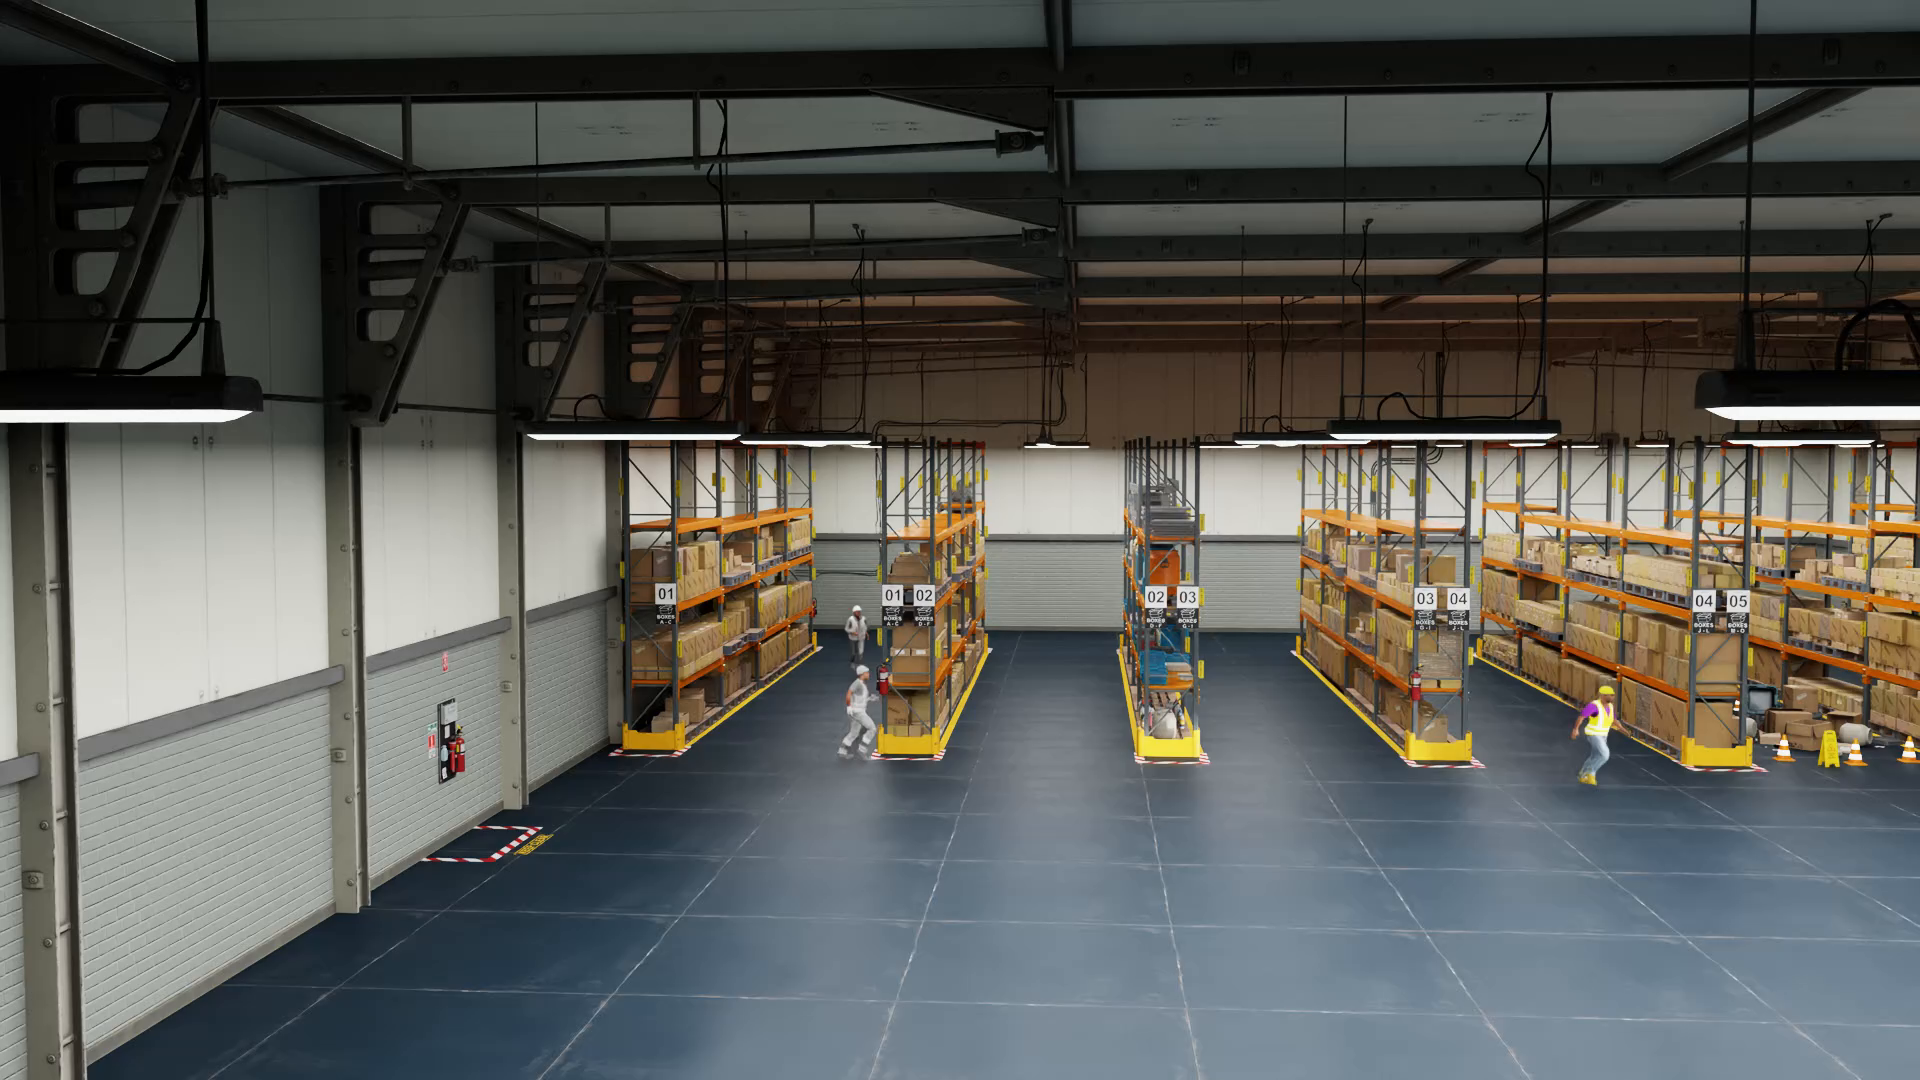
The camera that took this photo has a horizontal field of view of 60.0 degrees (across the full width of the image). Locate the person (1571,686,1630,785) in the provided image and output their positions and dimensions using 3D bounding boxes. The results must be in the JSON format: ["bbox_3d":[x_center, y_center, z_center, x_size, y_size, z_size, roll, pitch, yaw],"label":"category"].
[{"bbox_3d":[10.936,3.331,28.338,0.686,1.711,0.807,-2,4,-38],"label":"person"}]

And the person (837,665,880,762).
[{"bbox_3d":[-1.878,3.206,30.669,0.789,1.785,0.692,0,3,0],"label":"person"}]

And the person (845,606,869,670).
[{"bbox_3d":[-2.687,2.555,43.019,0.641,1.748,0.902,-1,3,-14],"label":"person"}]
